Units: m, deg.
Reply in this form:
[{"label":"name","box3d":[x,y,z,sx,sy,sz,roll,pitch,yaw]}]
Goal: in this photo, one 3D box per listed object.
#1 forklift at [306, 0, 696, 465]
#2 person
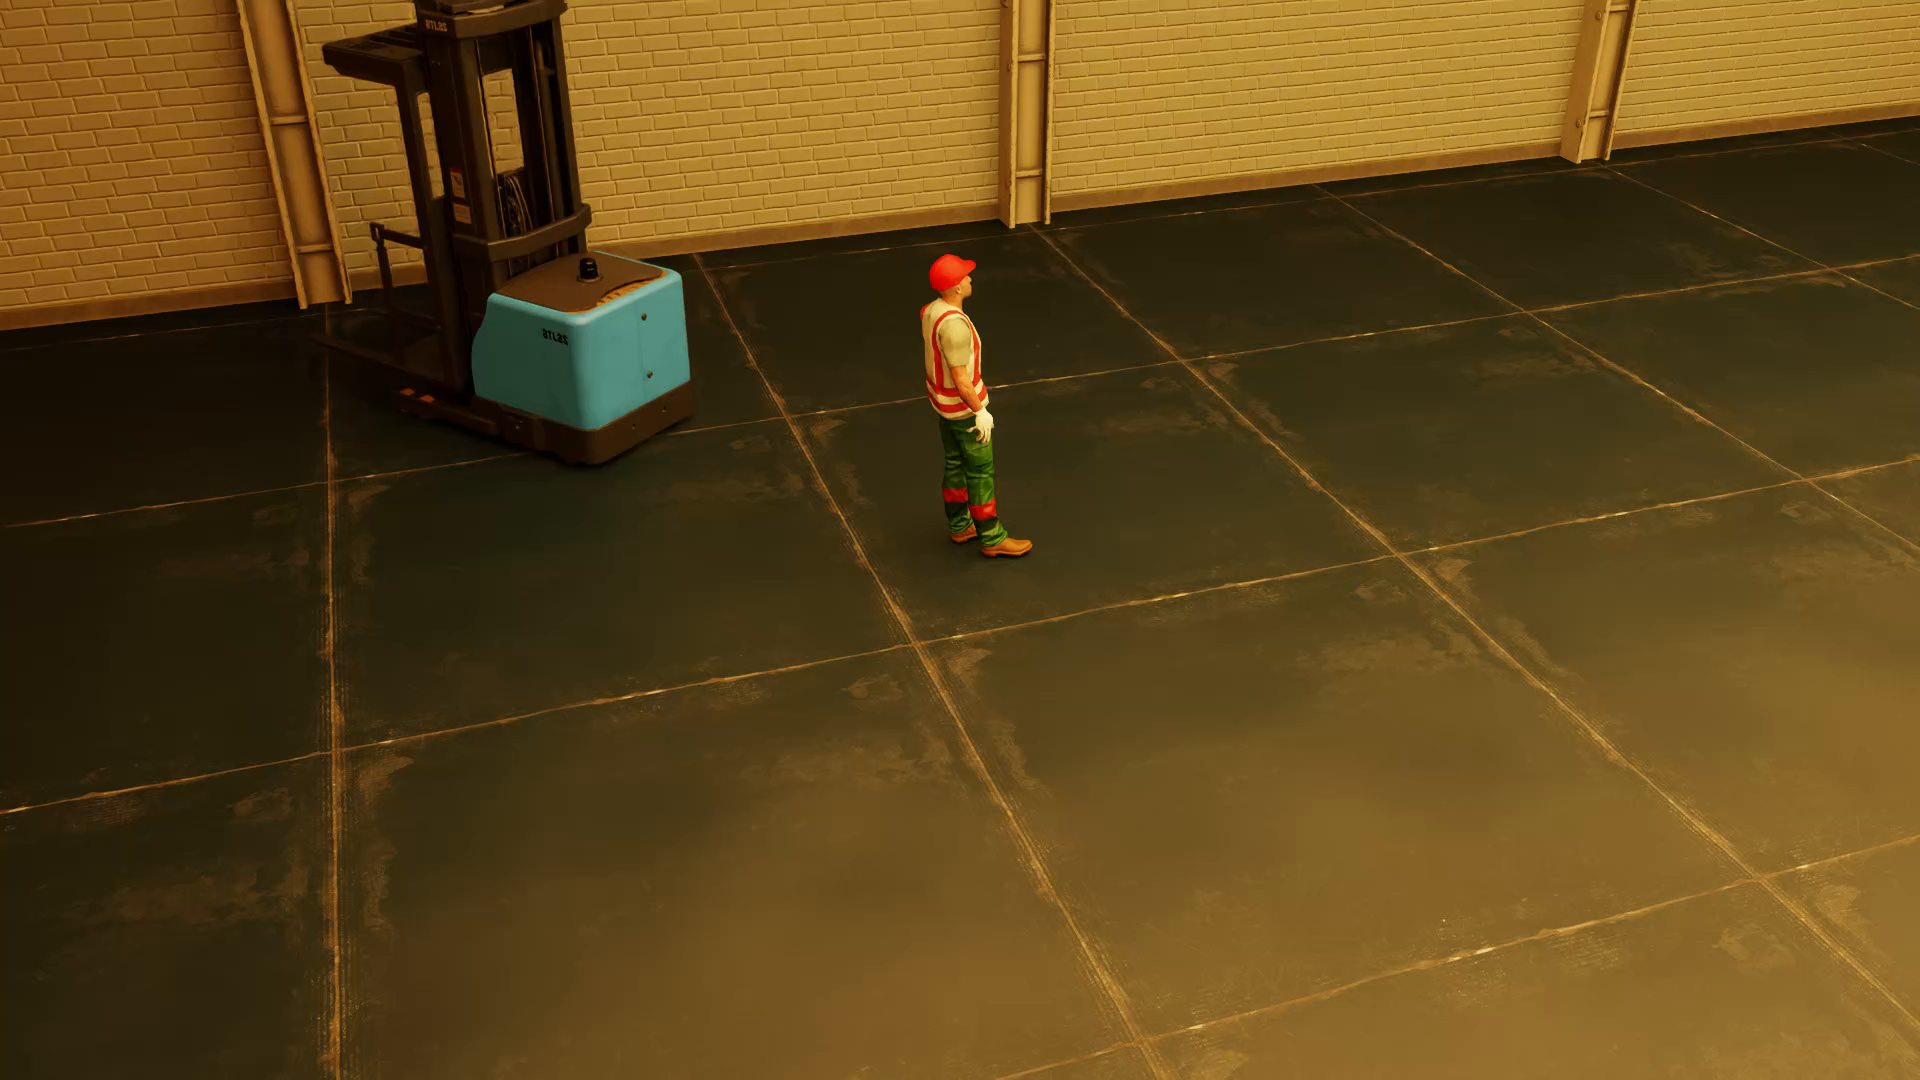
[{"label":"forklift","box3d":[-3.336,-2.304,11.091,3.031,2.935,1.130,18,34,28]},{"label":"person","box3d":[0.080,-0.789,9.589,0.562,1.790,0.637,-10,31,-16]}]
